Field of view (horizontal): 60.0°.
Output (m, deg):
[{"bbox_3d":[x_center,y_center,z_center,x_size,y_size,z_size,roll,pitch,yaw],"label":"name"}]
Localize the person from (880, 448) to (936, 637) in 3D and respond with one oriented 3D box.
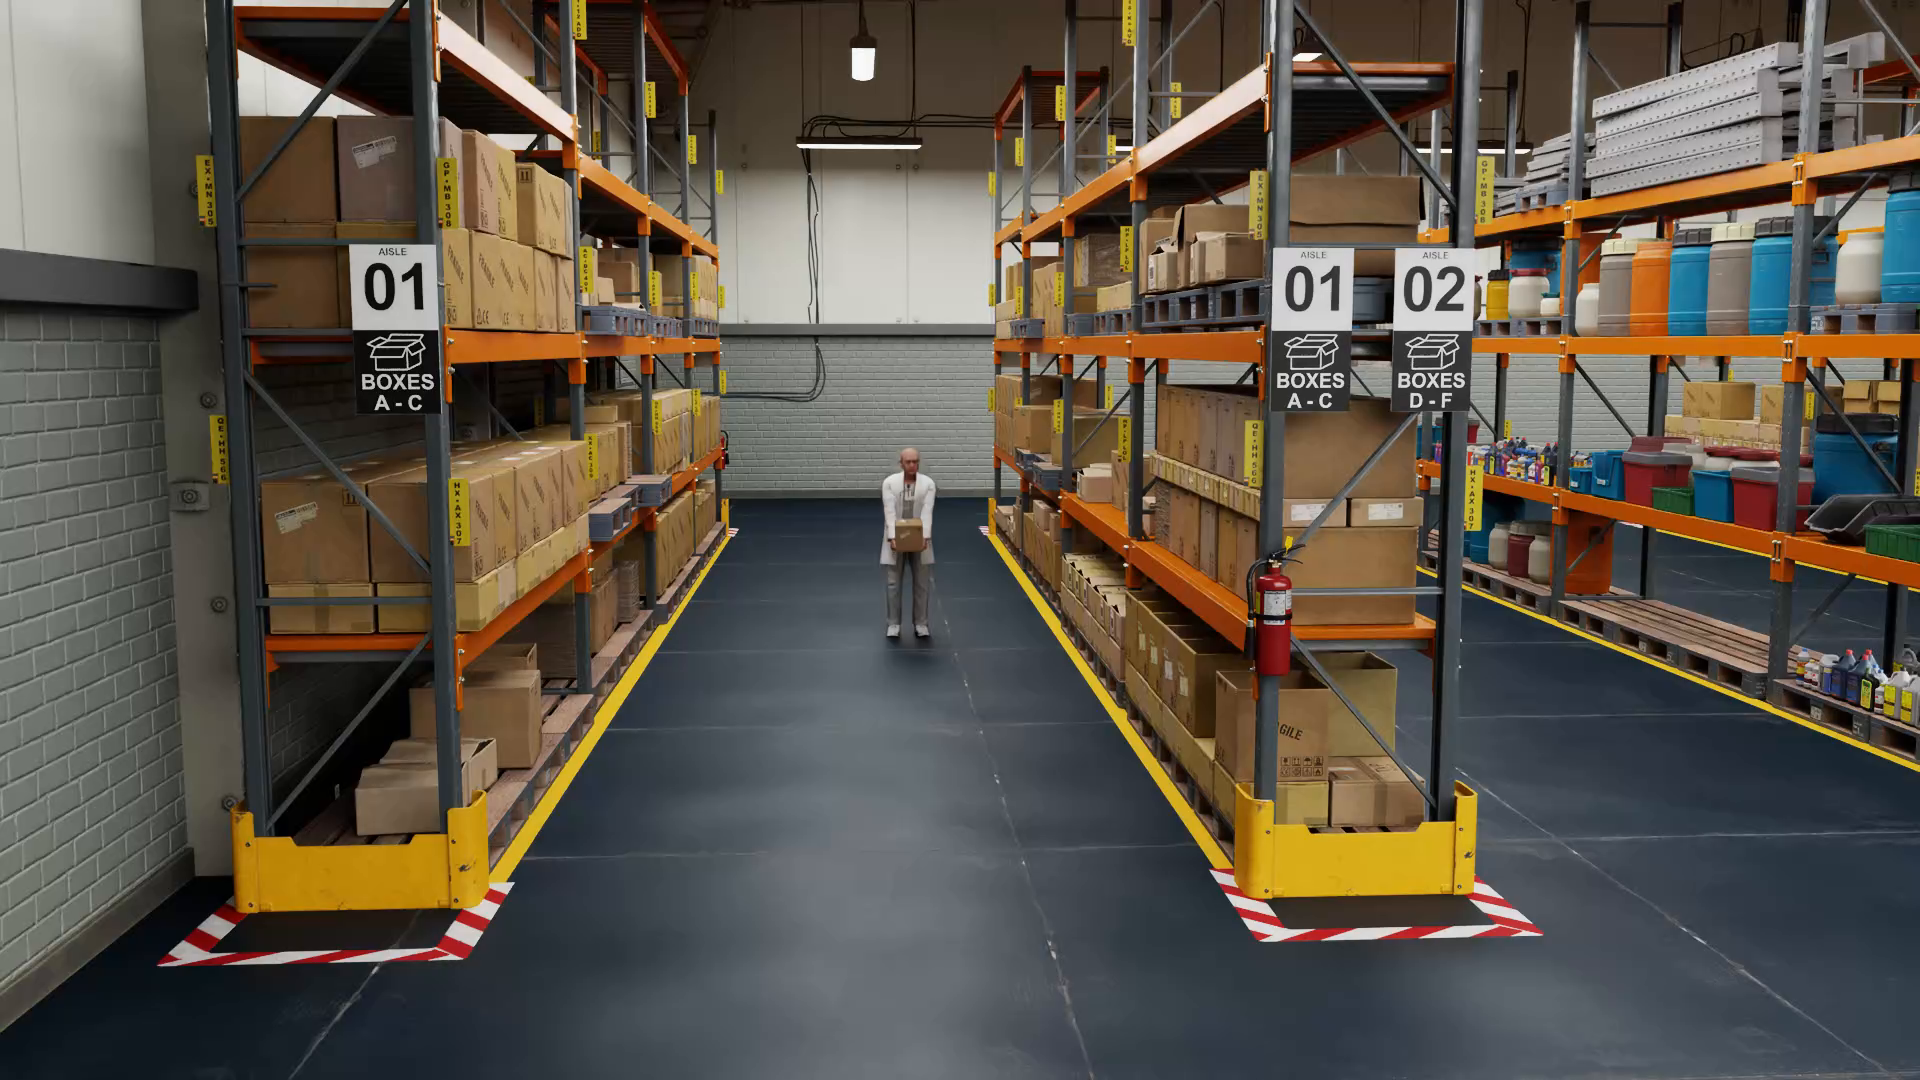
[{"bbox_3d":[-0.488,0.029,15.597,0.532,1.774,0.574,-1,7,-5],"label":"person"}]
